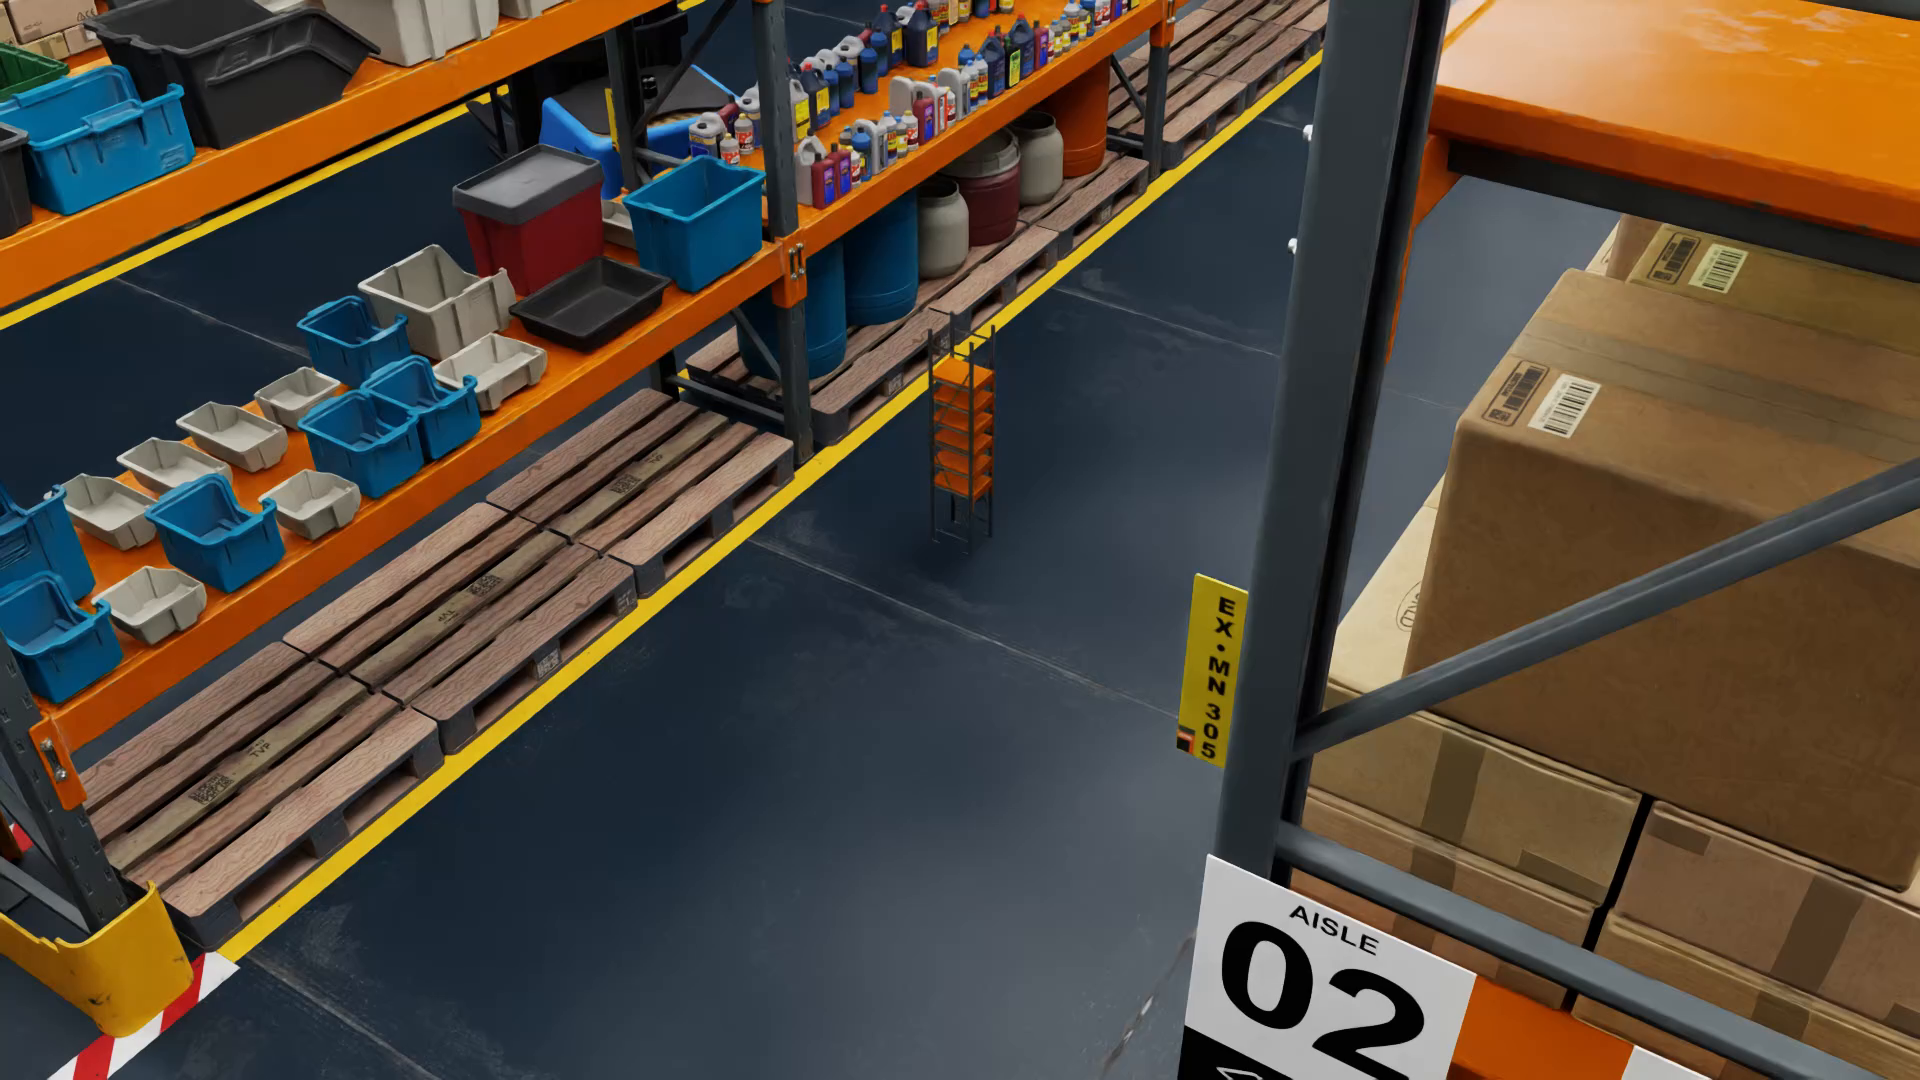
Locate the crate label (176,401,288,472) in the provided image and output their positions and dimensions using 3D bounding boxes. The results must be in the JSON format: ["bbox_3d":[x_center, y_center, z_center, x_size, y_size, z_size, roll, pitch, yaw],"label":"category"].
[{"bbox_3d":[-2.785,-0.397,6.415,0.396,0.136,0.243,21,42,25],"label":"crate label"}]

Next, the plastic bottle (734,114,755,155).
[{"bbox_3d":[-1.122,-2.112,8.635,0.097,0.201,0.097,0,38,0],"label":"plastic bottle"}]

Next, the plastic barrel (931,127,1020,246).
[{"bbox_3d":[0.068,-2.198,10.214,0.600,0.588,0.708,21,42,25],"label":"plastic barrel"}]

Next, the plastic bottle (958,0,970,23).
[{"bbox_3d":[0.011,-3.272,10.140,0.097,0.201,0.097,0,38,0],"label":"plastic bottle"}]

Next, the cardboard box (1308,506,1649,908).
[{"bbox_3d":[0.875,0.245,2.671,0.500,0.250,0.500,21,42,25],"label":"cardboard box"}]

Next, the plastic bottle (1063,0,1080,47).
[{"bbox_3d":[0.655,-3.054,9.800,0.097,0.271,0.097,0,38,0],"label":"plastic bottle"}]

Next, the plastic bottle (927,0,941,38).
[{"bbox_3d":[-0.164,-3.131,9.899,0.097,0.271,0.097,0,38,0],"label":"plastic bottle"}]

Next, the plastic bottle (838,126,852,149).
[{"bbox_3d":[-0.572,-2.019,8.515,0.097,0.201,0.097,0,38,0],"label":"plastic bottle"}]

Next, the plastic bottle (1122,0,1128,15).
[{"bbox_3d":[0.987,-3.346,10.236,0.097,0.201,0.097,0,38,0],"label":"plastic bottle"}]

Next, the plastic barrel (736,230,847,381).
[{"bbox_3d":[-0.916,-1.374,8.890,0.600,0.901,0.708,21,42,25],"label":"plastic barrel"}]

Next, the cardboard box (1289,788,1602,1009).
[{"bbox_3d":[0.868,0.441,2.827,0.500,0.250,0.500,21,42,25],"label":"cardboard box"}]

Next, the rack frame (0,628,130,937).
[{"bbox_3d":[-3.365,0.298,5.346,1.000,3.000,0.127,21,42,25],"label":"rack frame"}]

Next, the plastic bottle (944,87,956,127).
[{"bbox_3d":[-0.071,-2.328,8.915,0.097,0.201,0.097,0,38,0],"label":"plastic bottle"}]

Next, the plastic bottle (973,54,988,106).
[{"bbox_3d":[0.105,-2.525,9.113,0.097,0.271,0.097,0,38,0],"label":"plastic bottle"}]

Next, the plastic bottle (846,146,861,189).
[{"bbox_3d":[-0.548,-1.869,8.320,0.097,0.201,0.097,0,38,0],"label":"plastic bottle"}]

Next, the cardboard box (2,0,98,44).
[{"bbox_3d":[-5.419,-3.129,9.671,0.500,0.250,0.500,20,42,24],"label":"cardboard box"}]

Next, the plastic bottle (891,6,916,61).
[{"bbox_3d":[-0.327,-2.945,9.654,0.152,0.276,0.135,21,42,25],"label":"plastic bottle"}]

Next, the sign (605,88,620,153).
[{"bbox_3d":[-1.686,-2.055,8.171,0.100,0.325,0.005,21,42,25],"label":"sign"}]

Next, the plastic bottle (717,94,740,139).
[{"bbox_3d":[-1.199,-2.161,8.631,0.061,0.283,0.133,21,42,25],"label":"plastic bottle"}]

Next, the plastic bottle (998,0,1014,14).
[{"bbox_3d":[0.283,-3.360,10.254,0.097,0.201,0.097,0,38,0],"label":"plastic bottle"}]

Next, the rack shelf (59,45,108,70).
[{"bbox_3d":[-6.476,-2.068,9.005,1.077,0.370,4.000,21,42,25],"label":"rack shelf"}]

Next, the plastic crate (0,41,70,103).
[{"bbox_3d":[-3.078,-1.408,5.276,0.450,0.188,0.336,21,42,25],"label":"plastic crate"}]

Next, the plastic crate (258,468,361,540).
[{"bbox_3d":[-2.350,-0.129,6.067,0.250,0.136,0.298,21,42,25],"label":"plastic crate"}]

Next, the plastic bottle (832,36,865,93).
[{"bbox_3d":[-0.622,-2.661,9.286,0.152,0.276,0.135,21,42,25],"label":"plastic bottle"}]

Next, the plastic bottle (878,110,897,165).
[{"bbox_3d":[-0.371,-2.067,8.519,0.097,0.271,0.097,0,38,0],"label":"plastic bottle"}]

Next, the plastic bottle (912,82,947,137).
[{"bbox_3d":[-0.156,-2.306,8.826,0.152,0.276,0.135,21,42,25],"label":"plastic bottle"}]

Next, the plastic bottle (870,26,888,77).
[{"bbox_3d":[-0.460,-2.777,9.440,0.097,0.271,0.097,0,38,0],"label":"plastic bottle"}]

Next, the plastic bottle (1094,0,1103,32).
[{"bbox_3d":[0.811,-3.177,10.016,0.097,0.201,0.097,0,38,0],"label":"plastic bottle"}]

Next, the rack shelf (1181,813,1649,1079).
[{"bbox_3d":[1.887,-0.014,3.883,1.077,0.370,4.000,21,42,25],"label":"rack shelf"}]

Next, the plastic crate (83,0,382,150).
[{"bbox_3d":[-2.315,-1.563,5.354,0.504,0.338,0.767,21,42,25],"label":"plastic crate"}]

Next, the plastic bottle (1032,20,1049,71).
[{"bbox_3d":[0.452,-2.843,9.516,0.061,0.283,0.133,21,42,25],"label":"plastic bottle"}]

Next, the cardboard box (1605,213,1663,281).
[{"bbox_3d":[1.593,-0.496,3.019,0.700,0.500,0.500,21,42,25],"label":"cardboard box"}]

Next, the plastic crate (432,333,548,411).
[{"bbox_3d":[-1.901,-0.687,6.791,0.293,0.136,0.466,21,42,25],"label":"plastic crate"}]

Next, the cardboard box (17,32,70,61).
[{"bbox_3d":[-5.429,-2.887,9.684,0.380,0.149,0.250,22,43,26],"label":"cardboard box"}]

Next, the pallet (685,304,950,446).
[{"bbox_3d":[-0.774,-1.044,9.371,1.003,0.211,1.213,21,42,25],"label":"pallet"}]

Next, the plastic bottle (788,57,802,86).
[{"bbox_3d":[-0.907,-2.421,8.913,0.144,0.351,0.185,21,42,25],"label":"plastic bottle"}]

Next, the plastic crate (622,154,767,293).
[{"bbox_3d":[-1.184,-1.429,7.551,0.392,0.384,0.575,21,42,25],"label":"plastic crate"}]

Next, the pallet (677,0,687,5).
[{"bbox_3d":[-2.841,-4.744,14.171,1.003,0.211,1.213,21,42,25],"label":"pallet"}]

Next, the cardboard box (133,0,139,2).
[{"bbox_3d":[-4.947,-3.579,10.294,0.500,0.500,0.500,21,42,25],"label":"cardboard box"}]

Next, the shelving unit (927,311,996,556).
[{"bbox_3d":[0.008,-0.483,7.833,0.258,1.200,0.189,21,42,25],"label":"shelving unit"}]

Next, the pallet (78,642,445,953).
[{"bbox_3d":[-2.891,0.990,6.732,1.003,0.211,1.213,21,42,25],"label":"pallet"}]

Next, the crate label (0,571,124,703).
[{"bbox_3d":[-2.955,0.321,5.404,0.416,0.233,0.303,21,42,25],"label":"crate label"}]

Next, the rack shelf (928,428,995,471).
[{"bbox_3d":[0.008,-0.447,7.860,0.258,0.103,0.180,21,42,25],"label":"rack shelf"}]

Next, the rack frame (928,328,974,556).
[{"bbox_3d":[-0.041,-0.435,7.772,0.240,1.200,0.006,21,42,25],"label":"rack frame"}]

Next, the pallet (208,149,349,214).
[{"bbox_3d":[-5.055,-2.702,11.522,1.003,0.211,1.213,21,42,25],"label":"pallet"}]

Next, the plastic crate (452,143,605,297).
[{"bbox_3d":[-1.912,-1.435,7.492,0.402,0.464,0.583,21,42,25],"label":"plastic crate"}]

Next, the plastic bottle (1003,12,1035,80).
[{"bbox_3d":[0.332,-2.801,9.406,0.144,0.351,0.185,21,42,25],"label":"plastic bottle"}]

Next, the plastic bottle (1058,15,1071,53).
[{"bbox_3d":[0.603,-2.976,9.756,0.097,0.201,0.097,0,38,0],"label":"plastic bottle"}]

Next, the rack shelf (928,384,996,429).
[{"bbox_3d":[0.008,-0.638,7.713,0.258,0.103,0.180,21,42,25],"label":"rack shelf"}]

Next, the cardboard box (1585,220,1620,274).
[{"bbox_3d":[1.676,-0.529,3.675,0.500,0.250,0.500,21,42,25],"label":"cardboard box"}]

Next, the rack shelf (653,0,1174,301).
[{"bbox_3d":[-0.151,-2.510,9.578,1.077,0.370,4.000,21,42,25],"label":"rack shelf"}]

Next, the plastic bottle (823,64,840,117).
[{"bbox_3d":[-0.703,-2.439,9.002,0.097,0.271,0.097,0,38,0],"label":"plastic bottle"}]

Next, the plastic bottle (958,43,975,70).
[{"bbox_3d":[0.036,-2.622,9.240,0.097,0.271,0.097,0,38,0],"label":"plastic bottle"}]

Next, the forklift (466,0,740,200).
[{"bbox_3d":[-2.428,-3.447,10.260,1.130,2.935,3.031,-22,43,-26],"label":"forklift"}]

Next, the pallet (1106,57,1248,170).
[{"bbox_3d":[1.369,-3.108,12.049,1.003,0.211,1.213,21,42,25],"label":"pallet"}]
